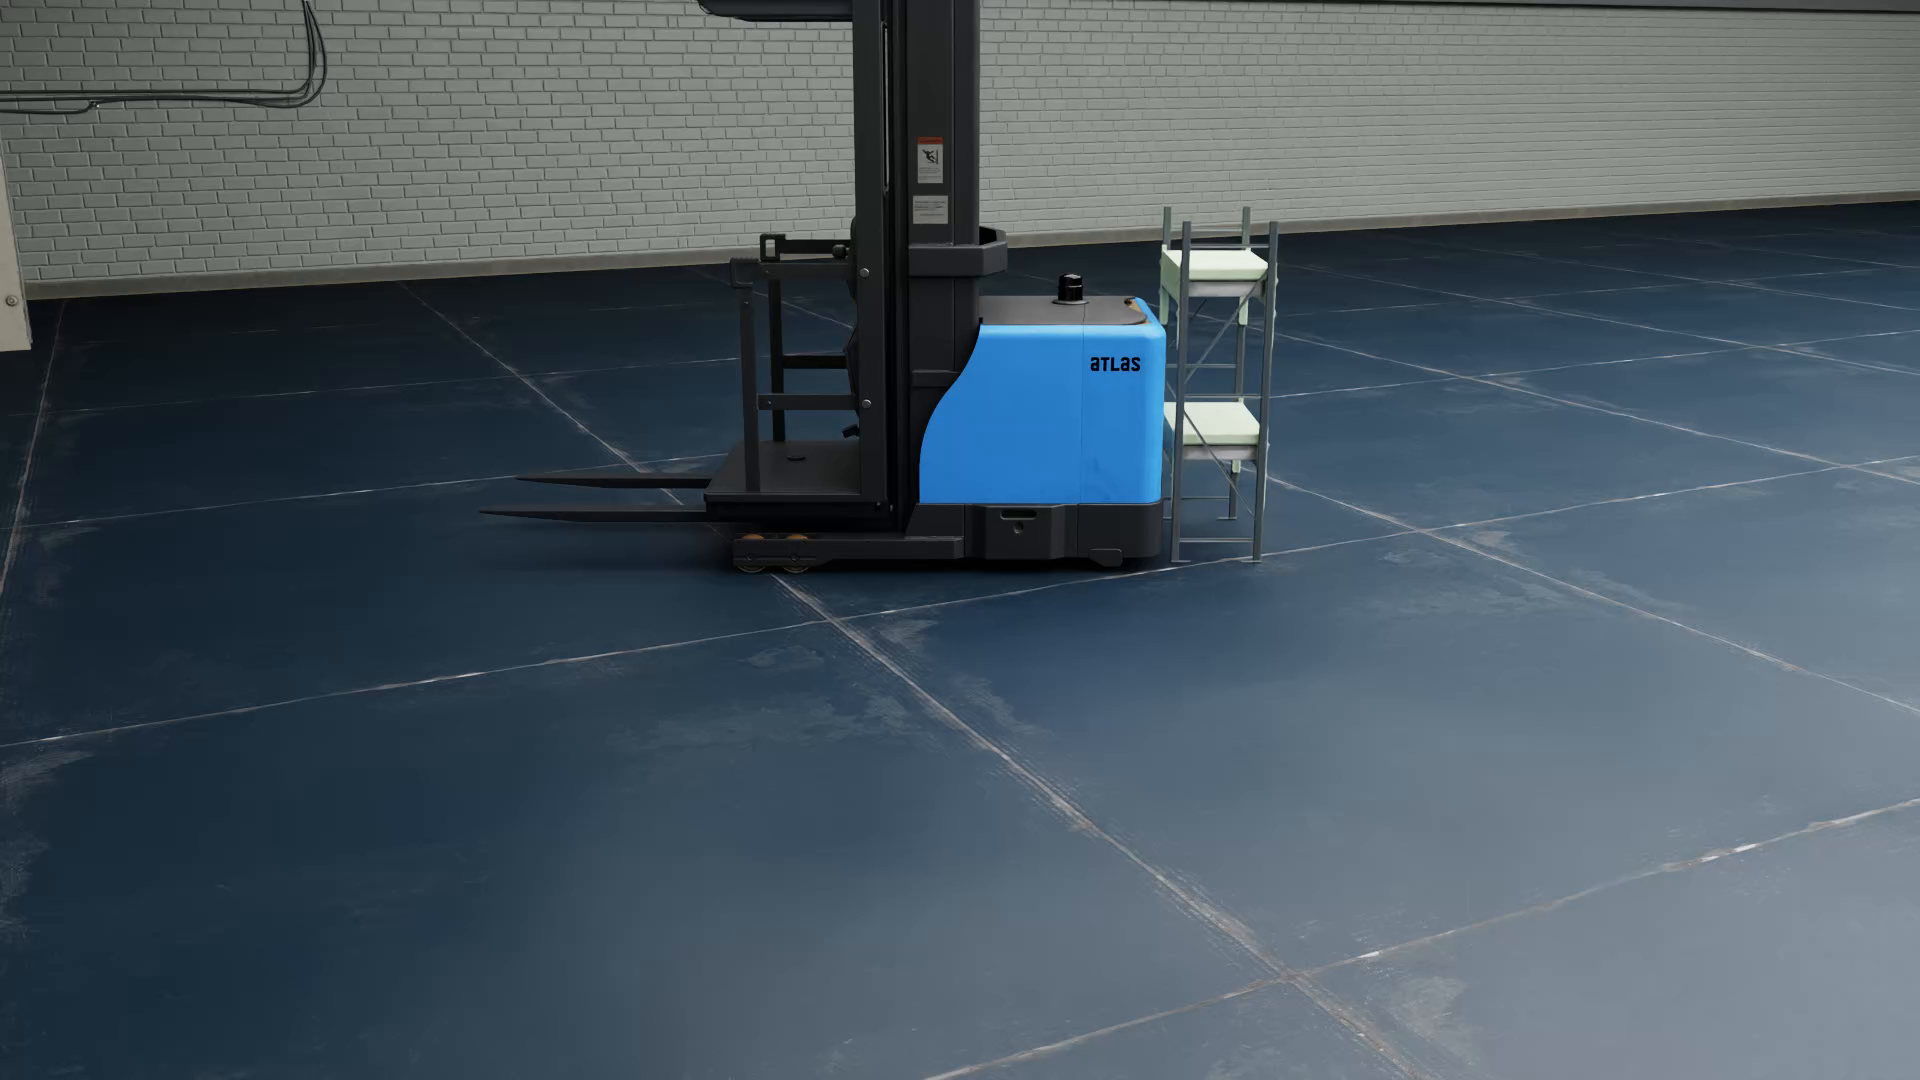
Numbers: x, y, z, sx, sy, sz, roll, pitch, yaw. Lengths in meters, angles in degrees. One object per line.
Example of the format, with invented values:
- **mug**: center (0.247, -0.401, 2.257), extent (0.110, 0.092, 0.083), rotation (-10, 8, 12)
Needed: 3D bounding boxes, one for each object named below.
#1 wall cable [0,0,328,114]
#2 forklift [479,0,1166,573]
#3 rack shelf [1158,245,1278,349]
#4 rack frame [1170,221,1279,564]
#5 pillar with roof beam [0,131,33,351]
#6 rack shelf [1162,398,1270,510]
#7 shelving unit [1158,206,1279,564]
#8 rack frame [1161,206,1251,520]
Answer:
- **wall cable**: center (-7.540, -5.233, 15.303), extent (3.097, 2.526, 0.112), rotation (-8, 18, -25)
- **forklift**: center (-0.623, -1.411, 7.352), extent (3.031, 2.935, 1.130), rotation (0, 16, 1)
- **rack shelf**: center (1.140, -1.095, 7.434), extent (0.431, 0.370, 0.720), rotation (0, 16, 1)
- **rack frame**: center (1.136, -0.619, 7.190), extent (0.400, 1.500, 0.023), rotation (0, 16, 1)
- **pillar with roof beam**: center (-3.568, -6.356, 13.585), extent (9.100, 9.000, 0.400), rotation (-8, 18, -25)
- **rack shelf**: center (1.140, -0.407, 7.632), extent (0.431, 0.370, 0.720), rotation (0, 16, 1)
- **shelving unit**: center (1.140, -0.720, 7.542), extent (0.431, 1.500, 0.755), rotation (0, 16, 1)
- **rack frame**: center (1.144, -0.821, 7.894), extent (0.400, 1.500, 0.023), rotation (0, 16, 1)
